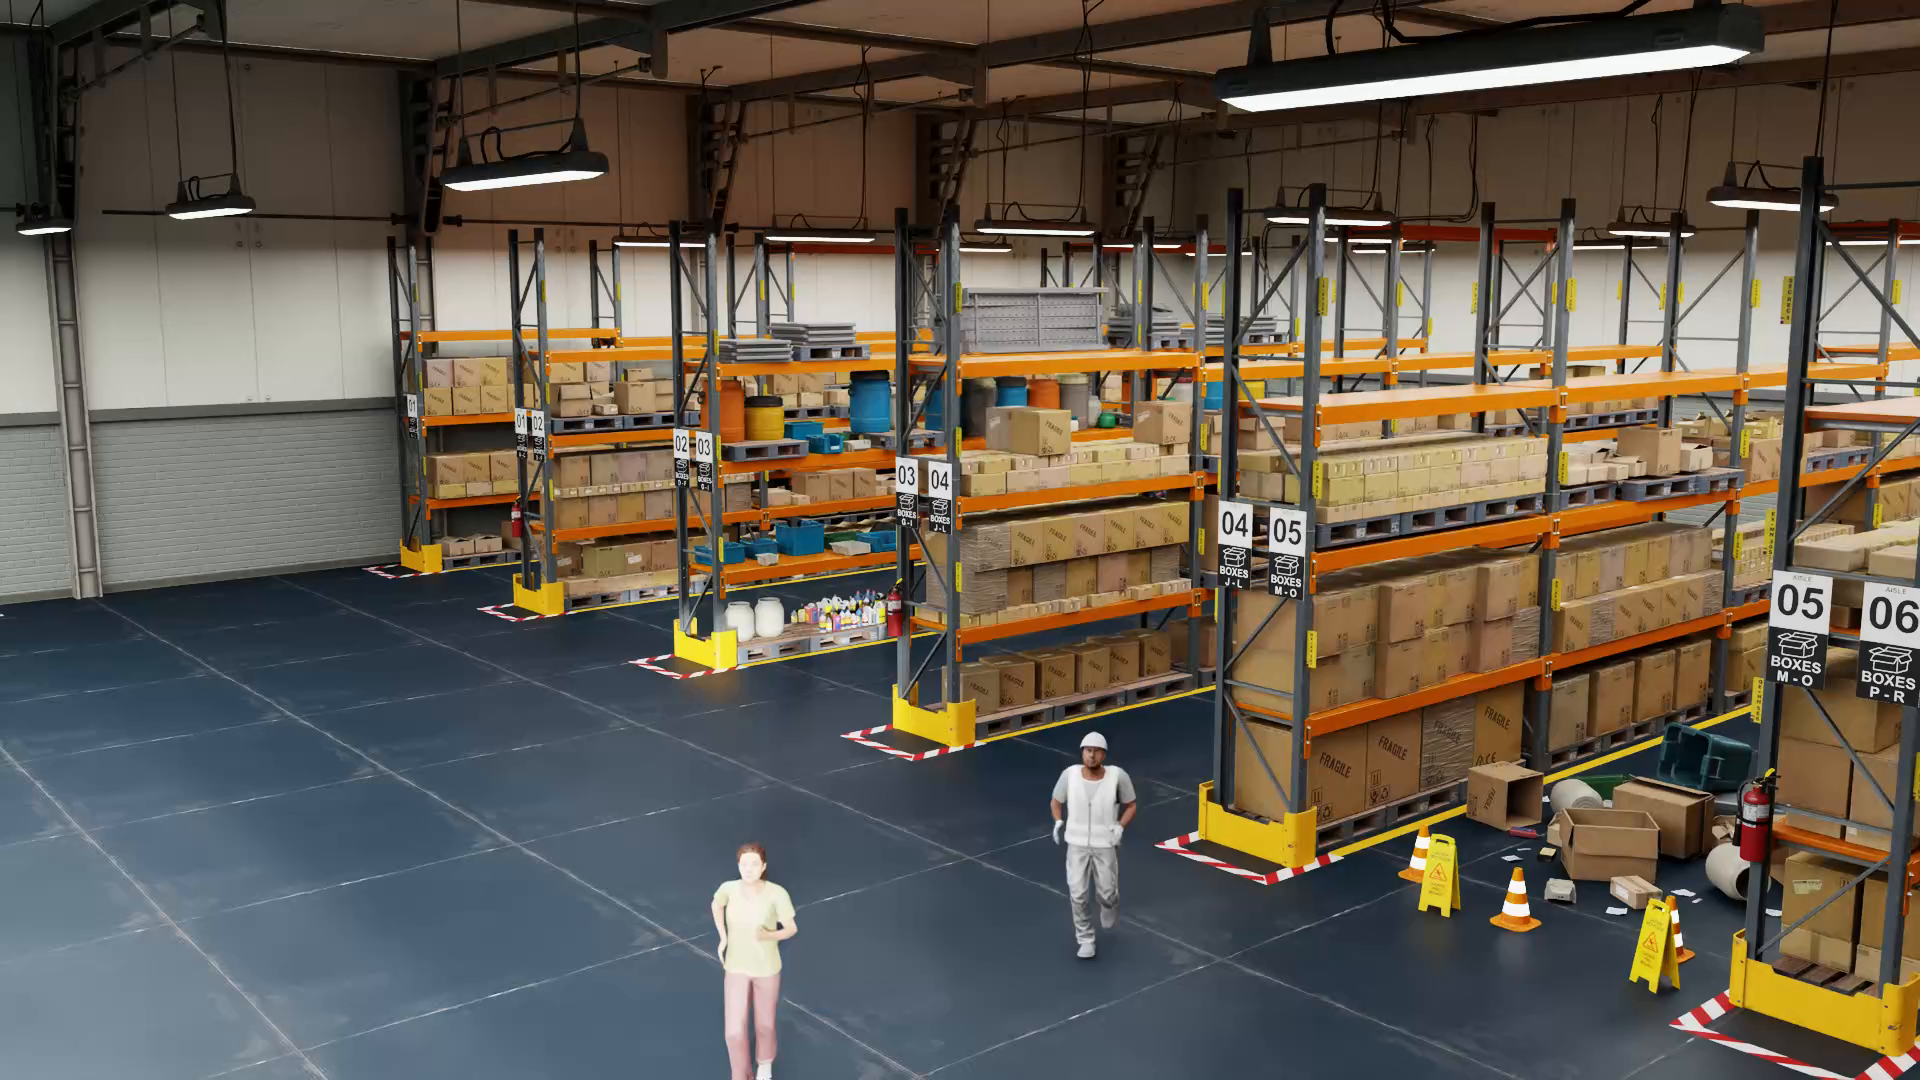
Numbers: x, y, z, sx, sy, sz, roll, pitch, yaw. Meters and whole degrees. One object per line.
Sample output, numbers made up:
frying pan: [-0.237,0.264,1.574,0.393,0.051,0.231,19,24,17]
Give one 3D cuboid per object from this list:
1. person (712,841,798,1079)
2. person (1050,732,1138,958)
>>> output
person: [-1.300,2.739,10.494,0.563,1.719,0.742,0,9,-1]
person: [1.028,2.339,12.940,0.682,1.733,0.634,2,9,12]
